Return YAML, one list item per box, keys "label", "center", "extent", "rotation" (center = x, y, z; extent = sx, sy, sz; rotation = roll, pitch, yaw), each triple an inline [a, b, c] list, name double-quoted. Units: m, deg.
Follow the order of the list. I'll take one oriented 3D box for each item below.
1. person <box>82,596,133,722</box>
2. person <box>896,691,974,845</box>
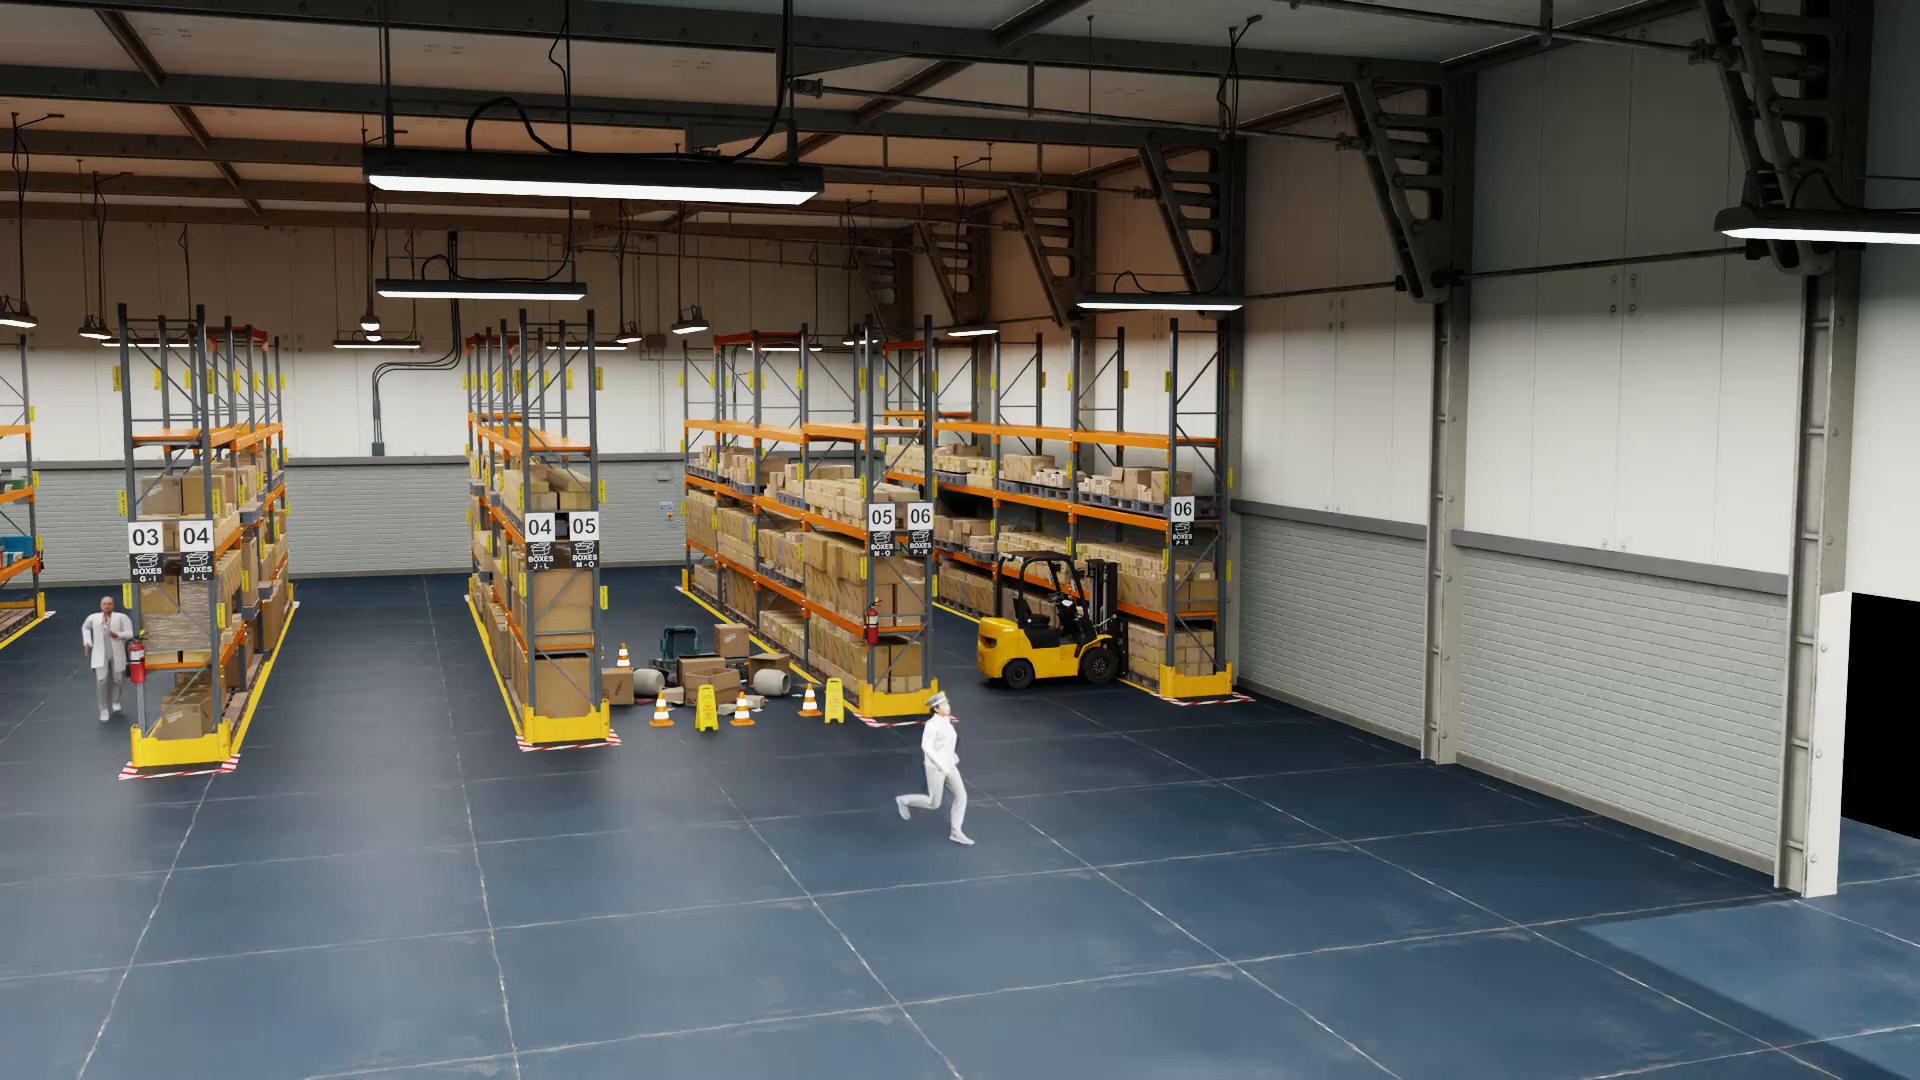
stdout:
- label: "person"
  center: [-12.720, 1.763, 24.857]
  extent: [0.672, 1.849, 0.833]
  rotation: [-3, 6, -28]
- label: "person"
  center: [-0.254, 2.479, 18.186]
  extent: [0.893, 1.674, 0.607]
  rotation: [3, 6, 27]
